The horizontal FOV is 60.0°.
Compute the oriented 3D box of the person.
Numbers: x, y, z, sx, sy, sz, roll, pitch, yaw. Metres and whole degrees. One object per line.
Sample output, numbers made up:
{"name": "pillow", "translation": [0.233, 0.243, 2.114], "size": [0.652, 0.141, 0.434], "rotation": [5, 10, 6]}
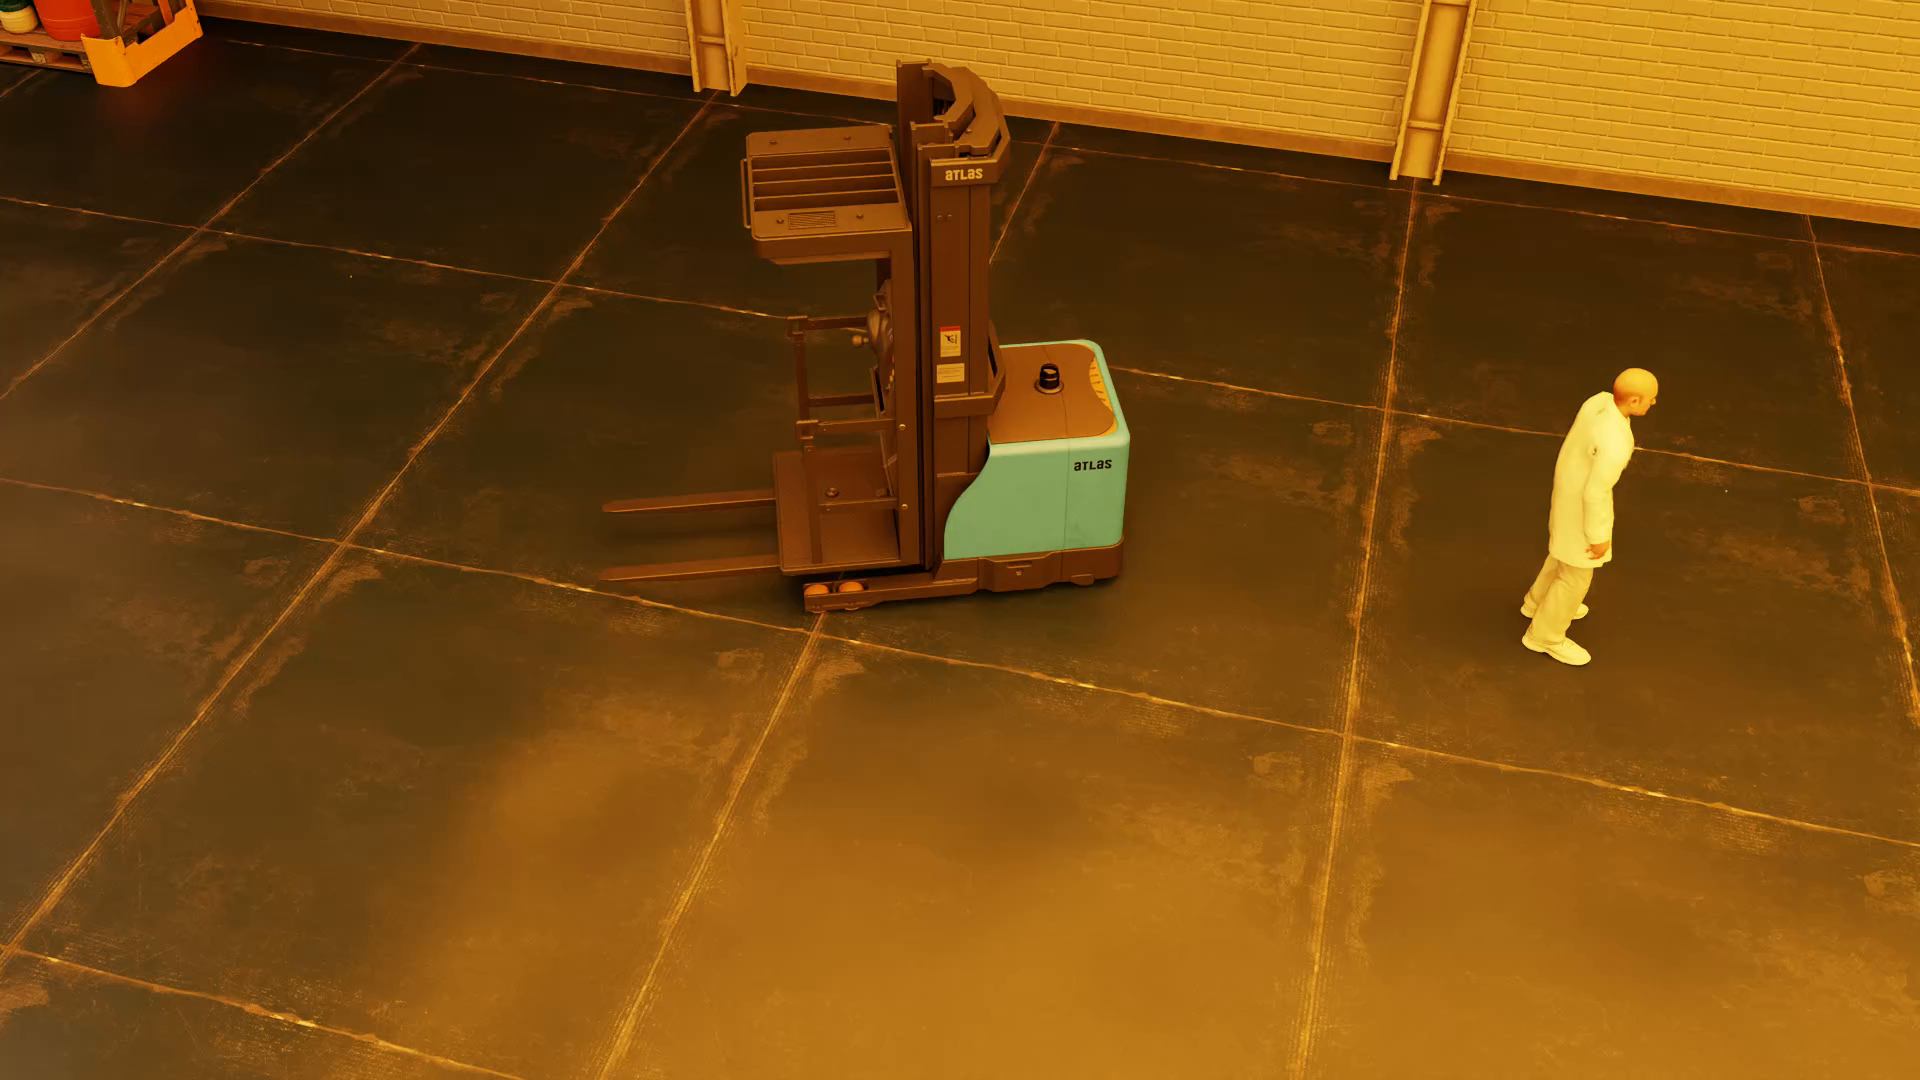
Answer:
{"name": "person", "translation": [3.375, -0.173, 8.936], "size": [0.425, 1.775, 0.656], "rotation": [8, 42, 9]}

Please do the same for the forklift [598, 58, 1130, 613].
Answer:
{"name": "forklift", "translation": [-0.604, -1.052, 9.062], "size": [3.031, 2.935, 1.130], "rotation": [-5, 41, -5]}
